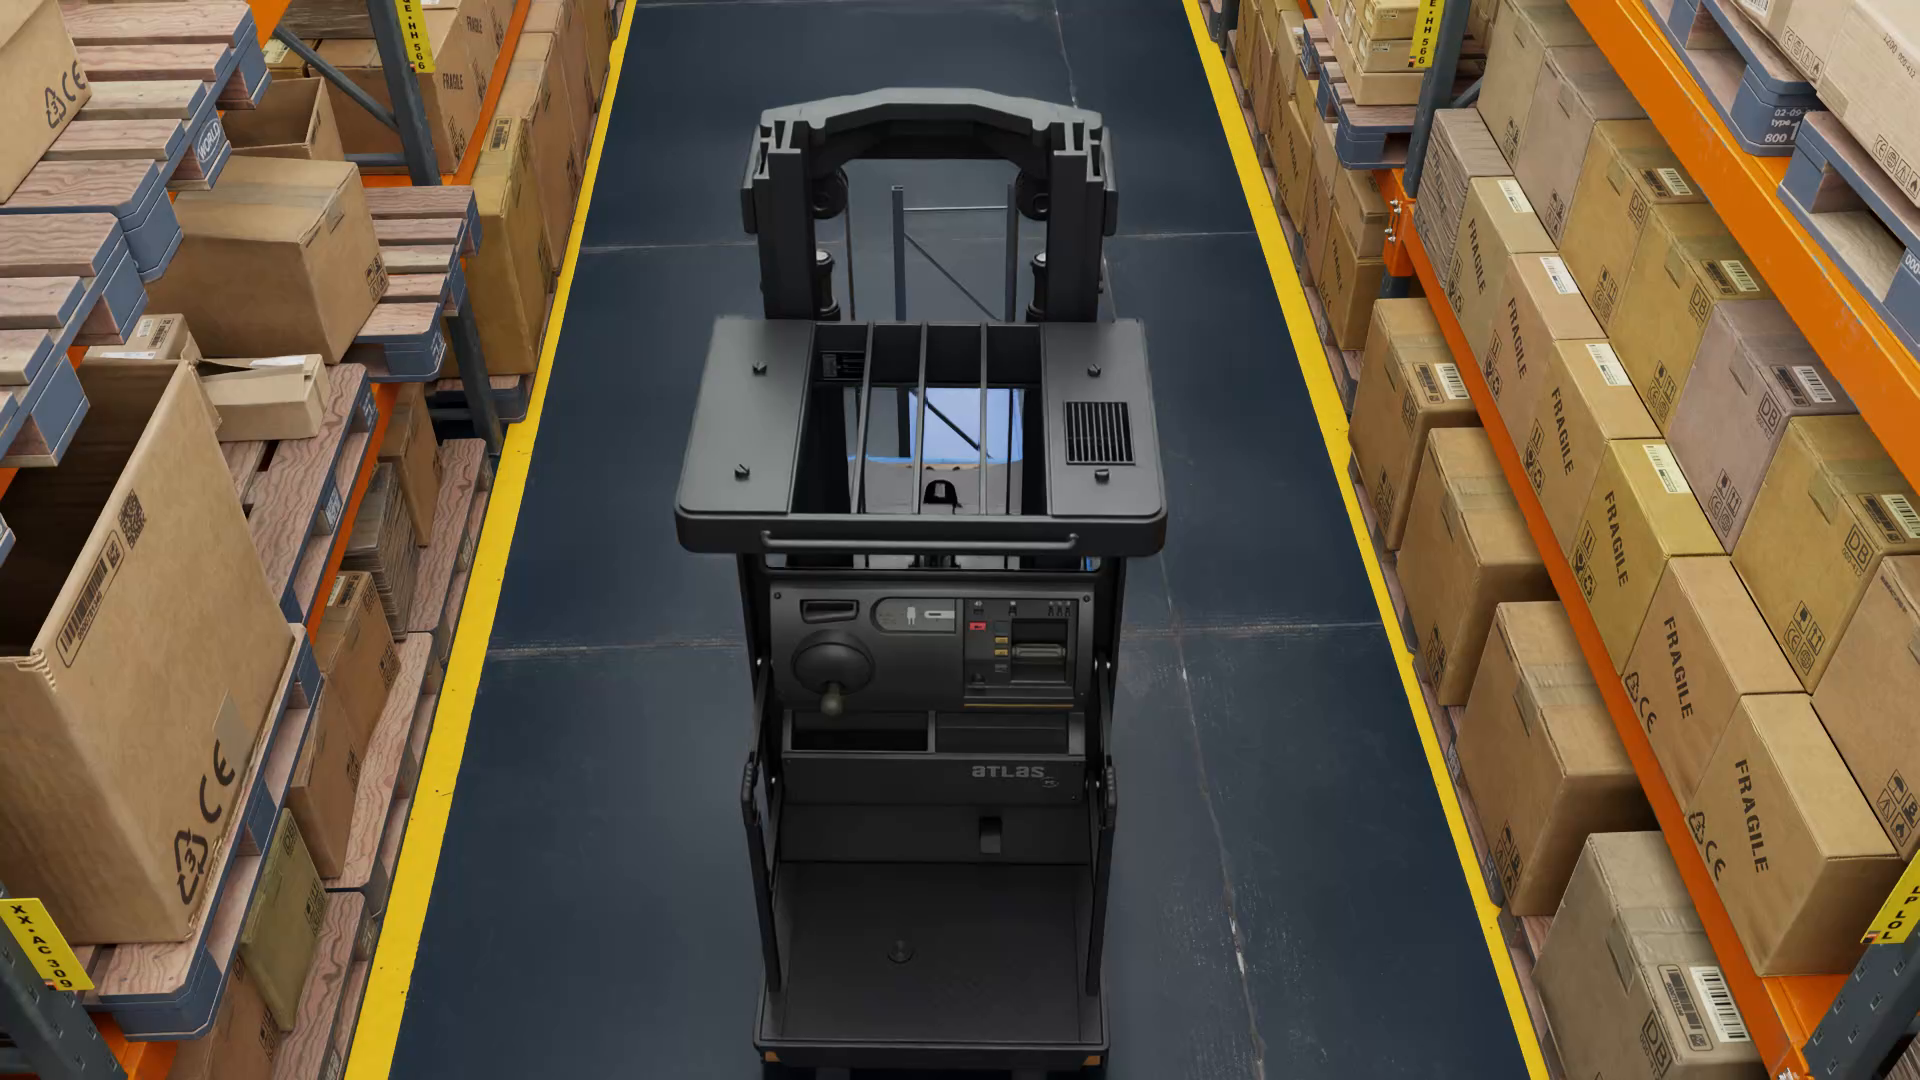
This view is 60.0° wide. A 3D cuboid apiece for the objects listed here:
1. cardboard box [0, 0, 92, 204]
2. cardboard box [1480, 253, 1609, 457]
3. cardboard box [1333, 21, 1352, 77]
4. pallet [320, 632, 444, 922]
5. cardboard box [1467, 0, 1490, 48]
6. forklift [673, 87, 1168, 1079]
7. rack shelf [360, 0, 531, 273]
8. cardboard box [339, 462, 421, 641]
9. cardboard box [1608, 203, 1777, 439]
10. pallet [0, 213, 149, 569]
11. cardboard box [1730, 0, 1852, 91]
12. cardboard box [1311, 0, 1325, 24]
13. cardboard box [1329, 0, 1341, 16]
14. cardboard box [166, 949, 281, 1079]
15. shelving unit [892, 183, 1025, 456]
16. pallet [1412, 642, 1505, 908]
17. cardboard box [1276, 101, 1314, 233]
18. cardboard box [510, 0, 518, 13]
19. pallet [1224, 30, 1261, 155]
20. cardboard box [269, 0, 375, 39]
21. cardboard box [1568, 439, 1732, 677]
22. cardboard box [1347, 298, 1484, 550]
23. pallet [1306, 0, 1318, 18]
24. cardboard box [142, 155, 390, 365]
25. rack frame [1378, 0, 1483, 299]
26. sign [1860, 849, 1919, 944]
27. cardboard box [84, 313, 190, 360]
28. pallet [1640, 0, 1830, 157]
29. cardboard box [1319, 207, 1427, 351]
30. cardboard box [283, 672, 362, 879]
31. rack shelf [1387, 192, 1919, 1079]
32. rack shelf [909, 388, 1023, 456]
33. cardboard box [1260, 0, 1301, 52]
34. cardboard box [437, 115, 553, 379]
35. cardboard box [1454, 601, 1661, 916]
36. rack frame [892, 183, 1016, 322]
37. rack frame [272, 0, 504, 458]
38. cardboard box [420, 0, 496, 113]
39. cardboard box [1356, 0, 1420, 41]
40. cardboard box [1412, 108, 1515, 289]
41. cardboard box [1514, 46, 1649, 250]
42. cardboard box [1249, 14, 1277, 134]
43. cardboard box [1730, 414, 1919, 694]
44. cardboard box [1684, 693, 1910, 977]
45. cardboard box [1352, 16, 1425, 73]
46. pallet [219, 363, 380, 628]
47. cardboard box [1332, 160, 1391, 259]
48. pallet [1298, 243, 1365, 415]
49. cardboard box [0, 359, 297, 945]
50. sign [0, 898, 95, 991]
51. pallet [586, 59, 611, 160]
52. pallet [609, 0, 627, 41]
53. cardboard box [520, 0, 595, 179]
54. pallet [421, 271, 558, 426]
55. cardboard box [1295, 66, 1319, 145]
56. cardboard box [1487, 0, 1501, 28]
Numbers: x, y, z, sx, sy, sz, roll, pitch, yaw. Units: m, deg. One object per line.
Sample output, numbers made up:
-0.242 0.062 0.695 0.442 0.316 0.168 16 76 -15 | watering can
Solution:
-2.416 -1.069 3.589 0.797 0.503 0.637 0 43 0 | cardboard box
2.131 -0.631 5.644 0.500 0.500 0.500 -2 43 -2 | cardboard box
1.847 -2.138 7.238 0.380 0.149 0.250 -2 43 -2 | cardboard box
-2.543 0.863 6.152 1.003 0.211 1.213 -2 43 -2 | pallet
2.496 -2.322 7.438 0.380 0.149 0.250 0 43 0 | cardboard box
-0.081 0.400 4.644 1.130 2.935 3.031 1 43 1 | forklift
-2.708 -2.599 8.398 1.077 0.370 4.000 -2 43 -2 | rack shelf
-2.539 0.071 6.477 0.700 0.500 0.500 -5 43 -5 | cardboard box
2.414 -0.658 4.934 0.700 0.500 0.500 -2 43 -2 | cardboard box
-2.373 -0.270 3.244 1.213 0.211 1.003 -2 43 -2 | pallet
2.212 -1.330 3.942 0.500 0.311 0.500 -3 43 -3 | cardboard box
1.829 -2.480 7.611 0.380 0.149 0.250 -2 43 -2 | cardboard box
1.834 -2.438 7.345 0.380 0.149 0.250 -1 43 -1 | cardboard box
-2.458 1.530 4.885 0.700 0.500 0.500 -5 43 -5 | cardboard box
0.004 -0.495 6.680 0.538 1.500 1.048 -2 43 -2 | shelving unit
2.343 0.796 6.226 1.003 0.211 1.213 -2 43 -2 | pallet
1.990 -1.966 8.714 0.500 0.500 0.500 -3 43 -4 | cardboard box
-2.441 -2.919 8.140 0.500 0.500 0.500 -1 43 -2 | cardboard box
2.201 -2.735 10.078 1.003 0.211 1.213 -2 43 -2 | pallet
-2.638 -2.415 6.848 0.797 0.503 0.637 0 43 0 | cardboard box
2.174 0.048 4.904 0.500 0.500 0.500 -1 43 -1 | cardboard box
2.272 -0.500 6.930 1.050 0.750 0.750 -2 43 -2 | cardboard box
2.211 -2.853 8.285 1.003 0.211 1.213 -2 43 -2 | pallet
-2.437 -0.969 5.702 0.700 0.500 0.500 4 43 5 | cardboard box
2.336 -1.588 6.763 1.000 3.000 0.127 -2 43 -2 | rack frame
1.964 0.736 3.428 0.100 0.325 0.005 -2 43 -2 | sign
-2.782 -0.476 5.349 0.500 0.250 0.500 -3 43 -3 | cardboard box
2.467 -1.437 4.517 1.003 0.211 1.213 0 43 0 | pallet
2.047 -1.259 7.942 0.500 0.500 0.500 -2 43 -2 | cardboard box
-2.484 0.830 5.649 0.700 0.500 0.500 -5 43 -5 | cardboard box
2.421 0.027 5.533 1.077 0.370 4.000 -2 43 -2 | rack shelf
0.004 -0.363 6.802 0.538 0.185 1.000 -2 43 -2 | rack shelf
1.959 -2.933 9.214 0.500 0.250 0.500 -1 43 -1 | cardboard box
-2.632 -1.352 7.767 1.225 0.875 0.875 -3 43 -4 | cardboard box
2.353 0.719 5.600 1.050 0.750 0.750 -2 43 -2 | cardboard box
-0.018 -0.838 7.055 0.500 1.500 0.032 -2 43 -2 | rack frame
-2.623 -1.514 6.682 1.000 3.000 0.127 -2 43 -2 | rack frame
-2.396 -2.235 7.395 0.500 0.500 0.500 -3 43 -3 | cardboard box
1.857 -2.188 6.852 0.380 0.149 0.250 -3 43 -3 | cardboard box
2.086 -1.314 6.390 0.500 0.500 0.500 -1 43 -1 | cardboard box
2.368 -1.349 5.688 0.700 0.500 0.500 -2 43 -2 | cardboard box
1.957 -2.659 9.470 0.500 0.500 0.500 0 43 0 | cardboard box
2.455 0.024 4.190 0.700 0.500 0.500 -2 43 -2 | cardboard box
2.217 0.730 4.159 0.500 0.500 0.500 -2 43 -2 | cardboard box
1.860 -2.081 6.955 0.380 0.149 0.250 -1 43 -1 | cardboard box
-2.498 -0.108 5.290 1.003 0.211 1.213 -2 43 -2 | pallet
2.045 -1.552 7.708 0.500 0.250 0.500 -3 43 -3 | cardboard box
2.305 -1.088 8.281 1.003 0.211 1.213 -2 43 -2 | pallet
-2.347 0.270 3.981 1.000 1.000 1.000 -1 43 -2 | cardboard box
-1.912 0.846 3.466 0.100 0.325 0.005 -2 43 -2 | sign
-2.685 -2.668 10.005 1.003 0.211 1.213 -2 43 -2 | pallet
-2.747 -3.702 11.133 1.003 0.211 1.213 -2 43 -2 | pallet
-2.707 -2.552 9.075 1.225 0.875 0.875 -3 43 -3 | cardboard box
-2.582 -1.021 8.207 1.003 0.211 1.213 -2 43 -2 | pallet
2.007 -2.237 8.454 0.500 0.250 0.500 -1 43 -1 | cardboard box
2.503 -2.275 7.168 0.380 0.149 0.250 0 43 0 | cardboard box
